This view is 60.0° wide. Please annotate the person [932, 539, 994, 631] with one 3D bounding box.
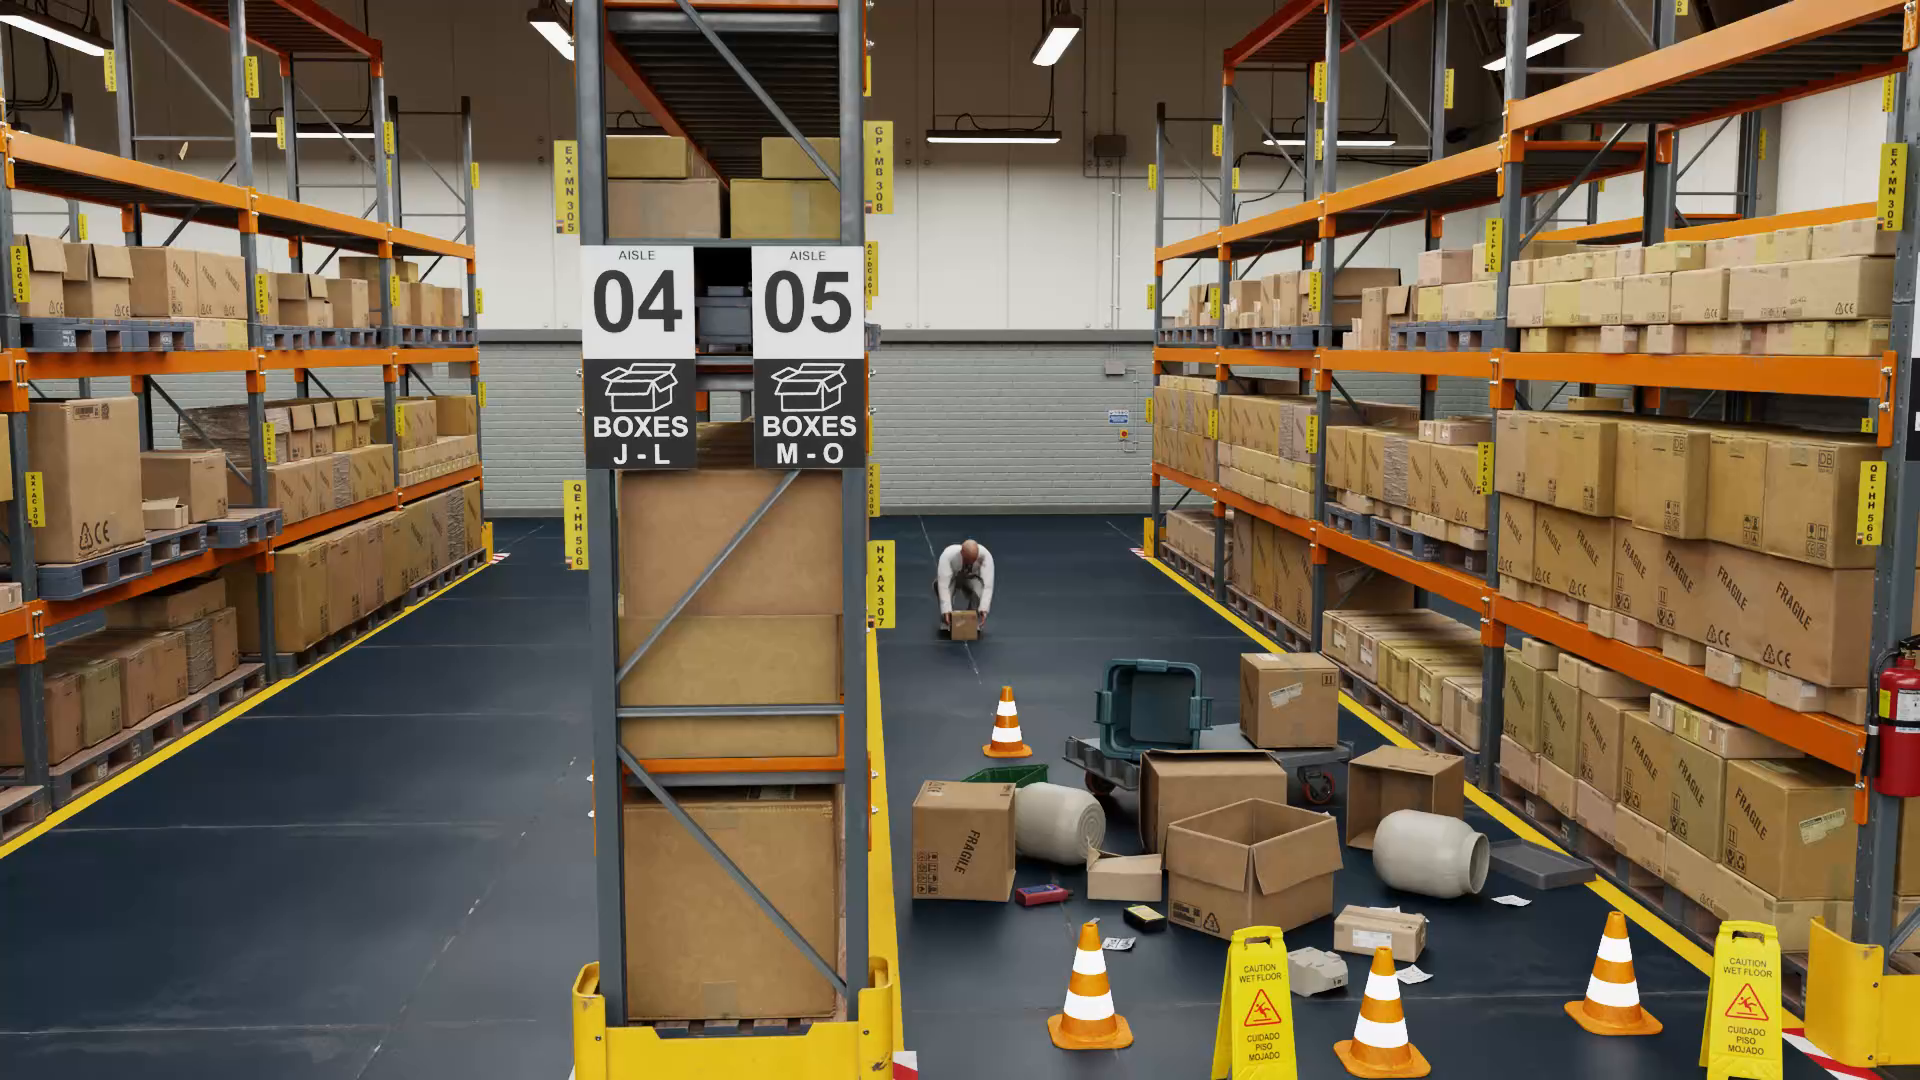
[{"bbox_3d":[0.030,0.437,16.577,0.610,0.965,0.898,0,7,-3],"label":"person"}]
